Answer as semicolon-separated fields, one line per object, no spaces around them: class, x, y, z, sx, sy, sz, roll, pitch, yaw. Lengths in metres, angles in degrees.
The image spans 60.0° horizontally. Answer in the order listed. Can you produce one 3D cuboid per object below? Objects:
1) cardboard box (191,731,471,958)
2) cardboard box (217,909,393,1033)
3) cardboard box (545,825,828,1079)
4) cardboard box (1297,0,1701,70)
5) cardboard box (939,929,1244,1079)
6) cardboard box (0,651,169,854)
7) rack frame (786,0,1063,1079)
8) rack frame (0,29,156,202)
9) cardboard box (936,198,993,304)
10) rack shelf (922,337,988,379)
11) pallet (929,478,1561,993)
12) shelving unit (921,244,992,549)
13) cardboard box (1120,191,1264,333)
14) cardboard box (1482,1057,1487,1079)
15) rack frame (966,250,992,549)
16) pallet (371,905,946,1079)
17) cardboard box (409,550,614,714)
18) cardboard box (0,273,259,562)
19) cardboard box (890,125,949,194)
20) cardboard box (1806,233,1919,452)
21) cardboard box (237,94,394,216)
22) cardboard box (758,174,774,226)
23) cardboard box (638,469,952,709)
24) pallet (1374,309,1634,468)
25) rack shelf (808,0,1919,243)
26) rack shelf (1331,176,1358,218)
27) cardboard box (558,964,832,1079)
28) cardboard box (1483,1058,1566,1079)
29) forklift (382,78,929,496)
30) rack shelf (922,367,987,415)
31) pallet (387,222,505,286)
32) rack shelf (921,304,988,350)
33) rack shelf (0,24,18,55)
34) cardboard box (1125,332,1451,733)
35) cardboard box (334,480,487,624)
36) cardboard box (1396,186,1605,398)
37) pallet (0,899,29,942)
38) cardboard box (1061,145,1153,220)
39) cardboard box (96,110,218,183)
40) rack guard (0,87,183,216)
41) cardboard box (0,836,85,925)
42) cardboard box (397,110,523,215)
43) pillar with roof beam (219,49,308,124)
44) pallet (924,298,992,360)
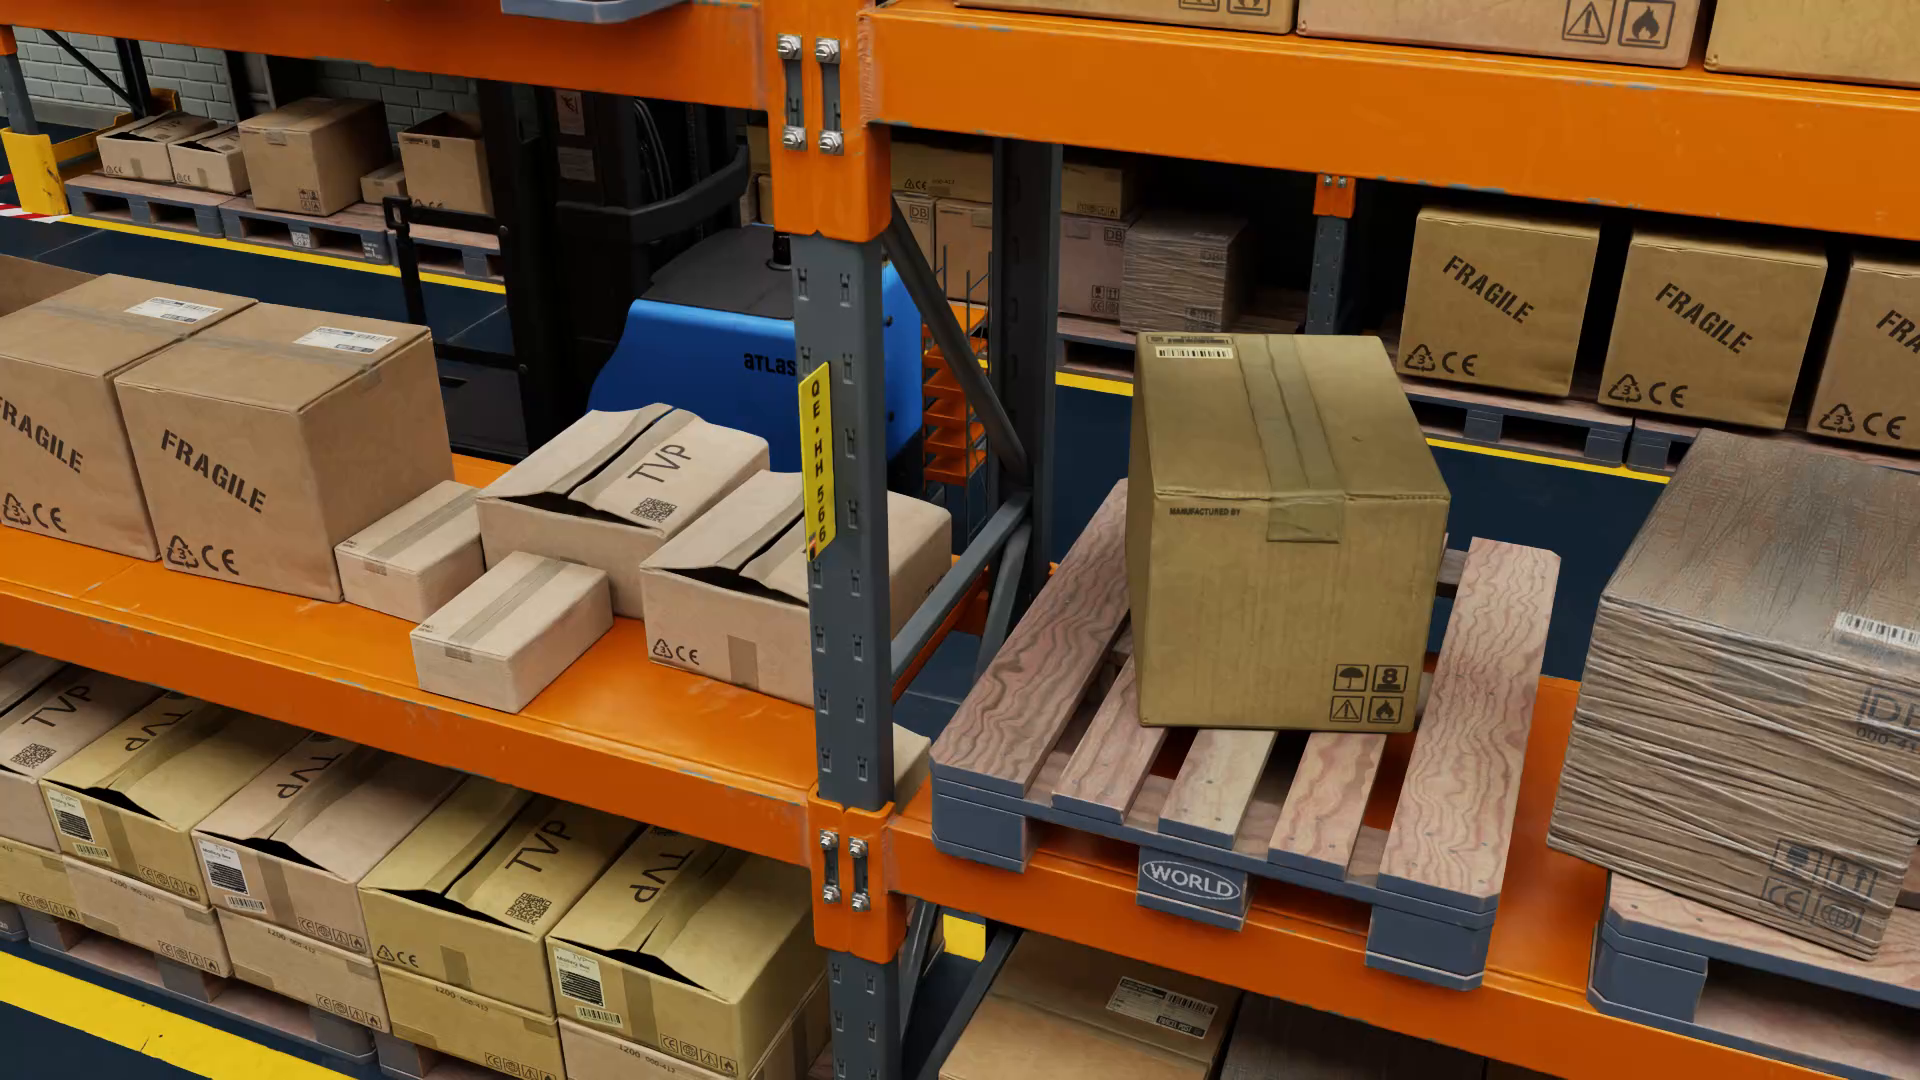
cardboard box;-1.558;0.722;4.222;0.500;0.311;0.500;11;31;19
cardboard box;-1.552;0.964;4.363;0.500;0.250;0.500;12;32;20
cardboard box;-0.607;0.910;3.890;0.500;0.311;0.500;12;32;20
cardboard box;0.860;-1.065;2.437;0.500;0.500;0.910;11;31;19
cardboard box;0.285;1.235;3.609;0.500;0.500;0.500;13;32;21
cardboard box;-2.504;0.535;4.554;0.500;0.311;0.500;10;31;17
rack frame;-0.029;0.124;3.482;0.127;3.000;1.000;11;31;19
rack frame;-5.583;-3.615;10.098;0.127;3.000;1.000;11;31;19
cardboard box;0.238;-1.575;8.582;0.500;0.500;0.700;11;31;19
rack shelf;-0.013;-0.695;6.363;0.180;0.103;0.258;11;31;19
pallet;0.625;0.301;3.364;1.003;0.211;1.213;11;31;19
shelving unit;-0.013;-0.525;6.459;0.189;1.200;0.258;11;31;19
cardboard box;1.143;-1.348;8.179;0.500;0.500;0.700;12;32;20
cardboard box;1.405;1.183;3.702;0.500;0.500;0.500;10;31;17
rack frame;0.071;-0.508;6.430;0.006;1.200;0.240;11;31;19
pallet;-0.777;1.168;4.469;1.213;0.211;1.003;11;31;19
cardboard box;-0.966;0.193;3.615;0.250;0.149;0.380;11;31;19
cardboard box;-2.078;-0.320;4.166;0.500;0.500;0.500;11;31;19
cardboard box;-0.295;-2.002;8.574;0.500;0.250;0.500;10;31;18
cardboard box;4.060;-0.866;6.992;0.750;0.750;0.750;12;32;21
cardboard box;-3.787;-2.285;9.838;0.500;0.500;0.700;9;31;16
cardboard box;-0.691;-1.777;8.939;0.500;0.500;0.700;11;31;18
cardboard box;-0.350;0.076;3.658;0.500;0.311;0.500;13;32;22
pallet;2.532;-0.741;7.846;1.213;0.211;1.003;11;31;19
rack shelf;1.824;-0.498;2.266;4.000;0.370;1.077;11;31;19
rack shelf;3.683;-1.452;7.001;4.000;0.370;1.077;11;31;19
cardboard box;-0.608;1.152;4.030;0.500;0.250;0.500;12;32;20
cardboard box;1.235;1.425;3.274;0.500;0.500;0.500;11;31;18
forklift;-1.703;-1.567;6.544;3.031;2.935;1.130;11;31;18
rack shelf;-0.013;-0.591;6.422;0.180;0.103;0.258;11;31;19
pallet;-2.512;-1.769;9.666;1.213;0.211;1.003;11;31;19
rack shelf;-0.013;-0.800;6.304;0.180;0.103;0.258;11;31;19
rack shelf;-3.730;-2.932;9.620;4.000;0.370;1.077;11;31;19
cardboard box;0.597;-0.037;3.239;0.500;0.500;0.700;1;30;2
cardboard box;-1.232;0.023;3.916;0.250;0.149;0.380;14;32;23
cardboard box;2.462;-1.186;7.558;0.750;0.750;0.750;11;31;18
pallet;-3.038;0.717;5.267;1.213;0.211;1.003;11;31;19
cardboard box;0.638;-1.808;8.232;0.500;0.250;0.500;12;32;20
cardboard box;-4.976;-2.467;10.352;0.500;0.311;0.500;8;30;13
rack guard;-5.513;-2.513;10.688;0.348;0.500;1.175;11;31;19
cardboard box;-2.501;0.776;4.697;0.500;0.250;0.500;10;31;18
cardboard box;-2.853;-2.152;9.603;0.500;0.500;0.500;9;31;15
pillar with roof beam;-6.228;-4.529;5.617;0.400;9.000;9.100;11;31;19
pallet;-0.020;-1.293;8.823;1.213;0.211;1.003;11;31;19
